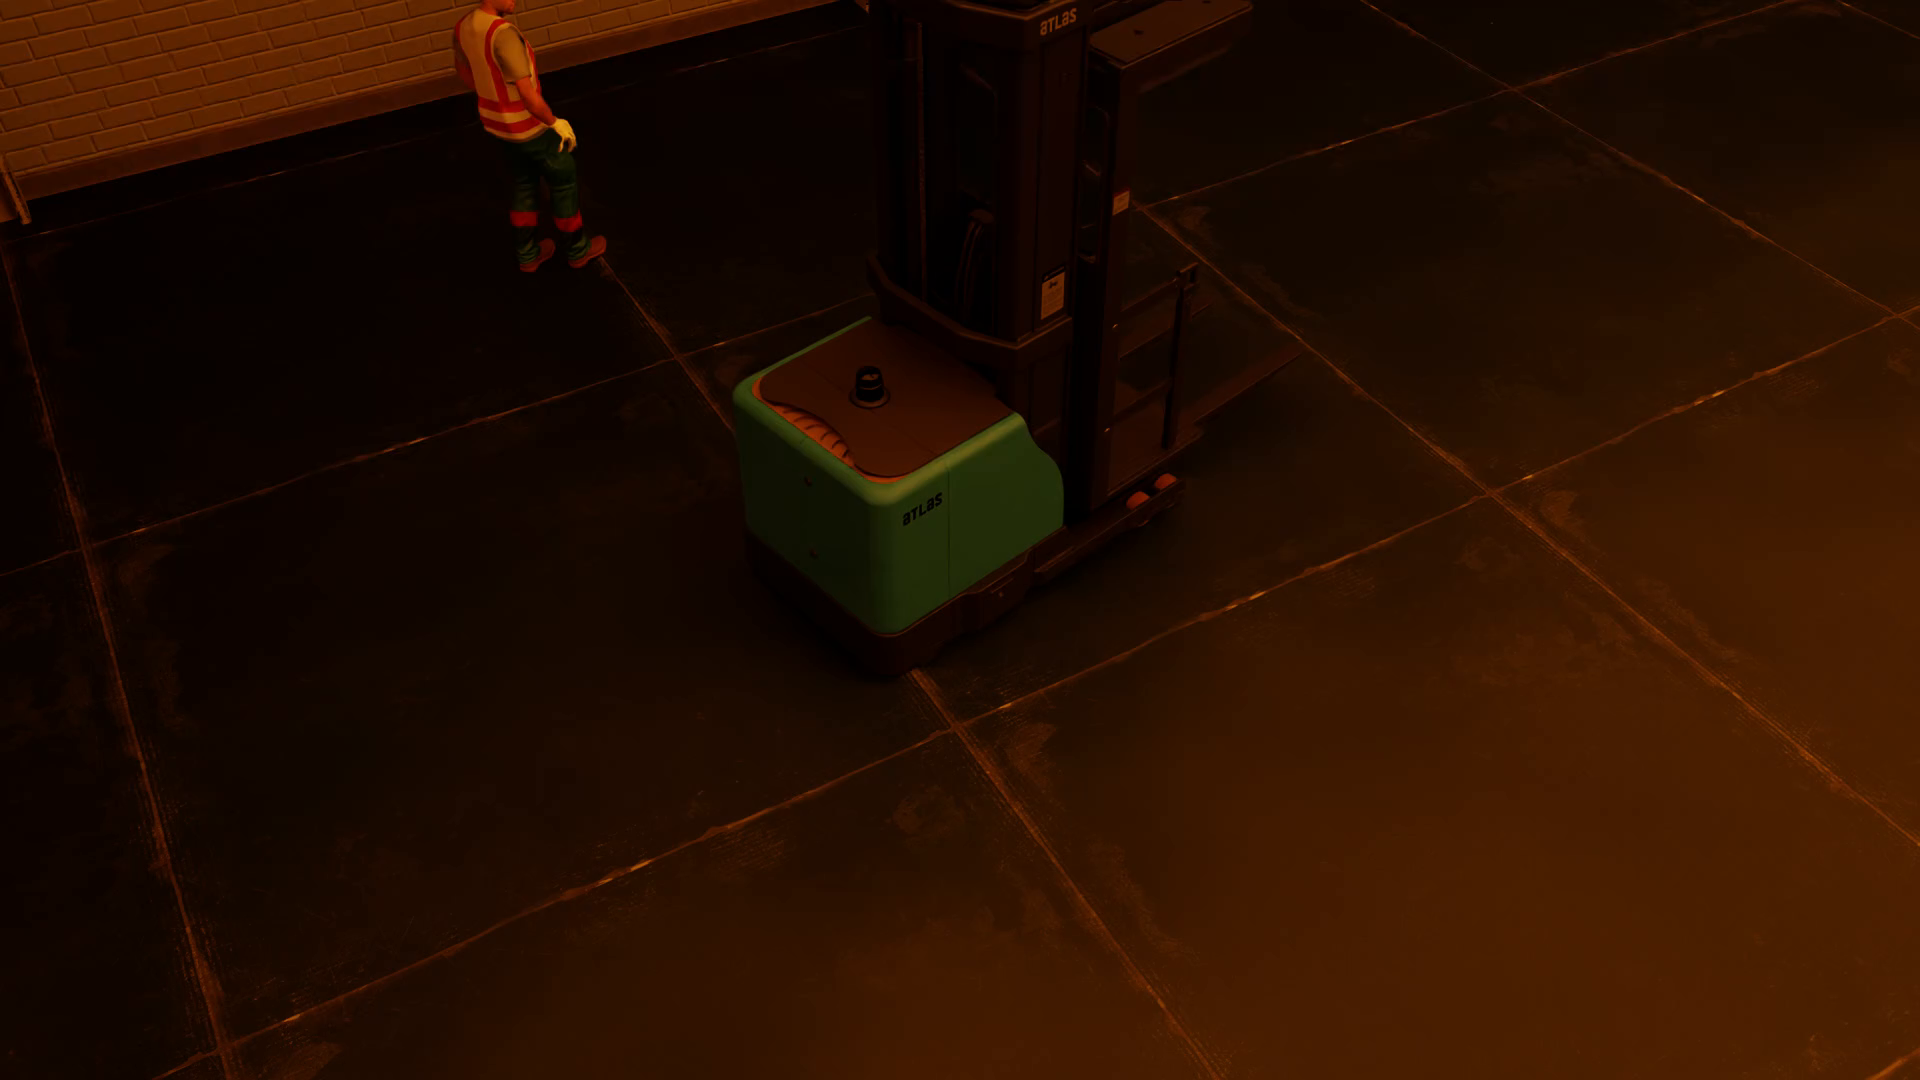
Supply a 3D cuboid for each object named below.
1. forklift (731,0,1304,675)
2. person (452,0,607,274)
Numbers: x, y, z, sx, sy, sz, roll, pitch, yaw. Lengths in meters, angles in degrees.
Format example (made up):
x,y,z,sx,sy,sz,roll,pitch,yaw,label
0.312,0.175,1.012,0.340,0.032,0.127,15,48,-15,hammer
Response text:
x,y,z,sx,sy,sz,roll,pitch,yaw,label
0.446,-1.373,7.178,3.031,2.935,1.130,-32,52,-30,forklift
-2.327,-2.289,9.020,0.757,1.772,0.512,26,49,25,person
